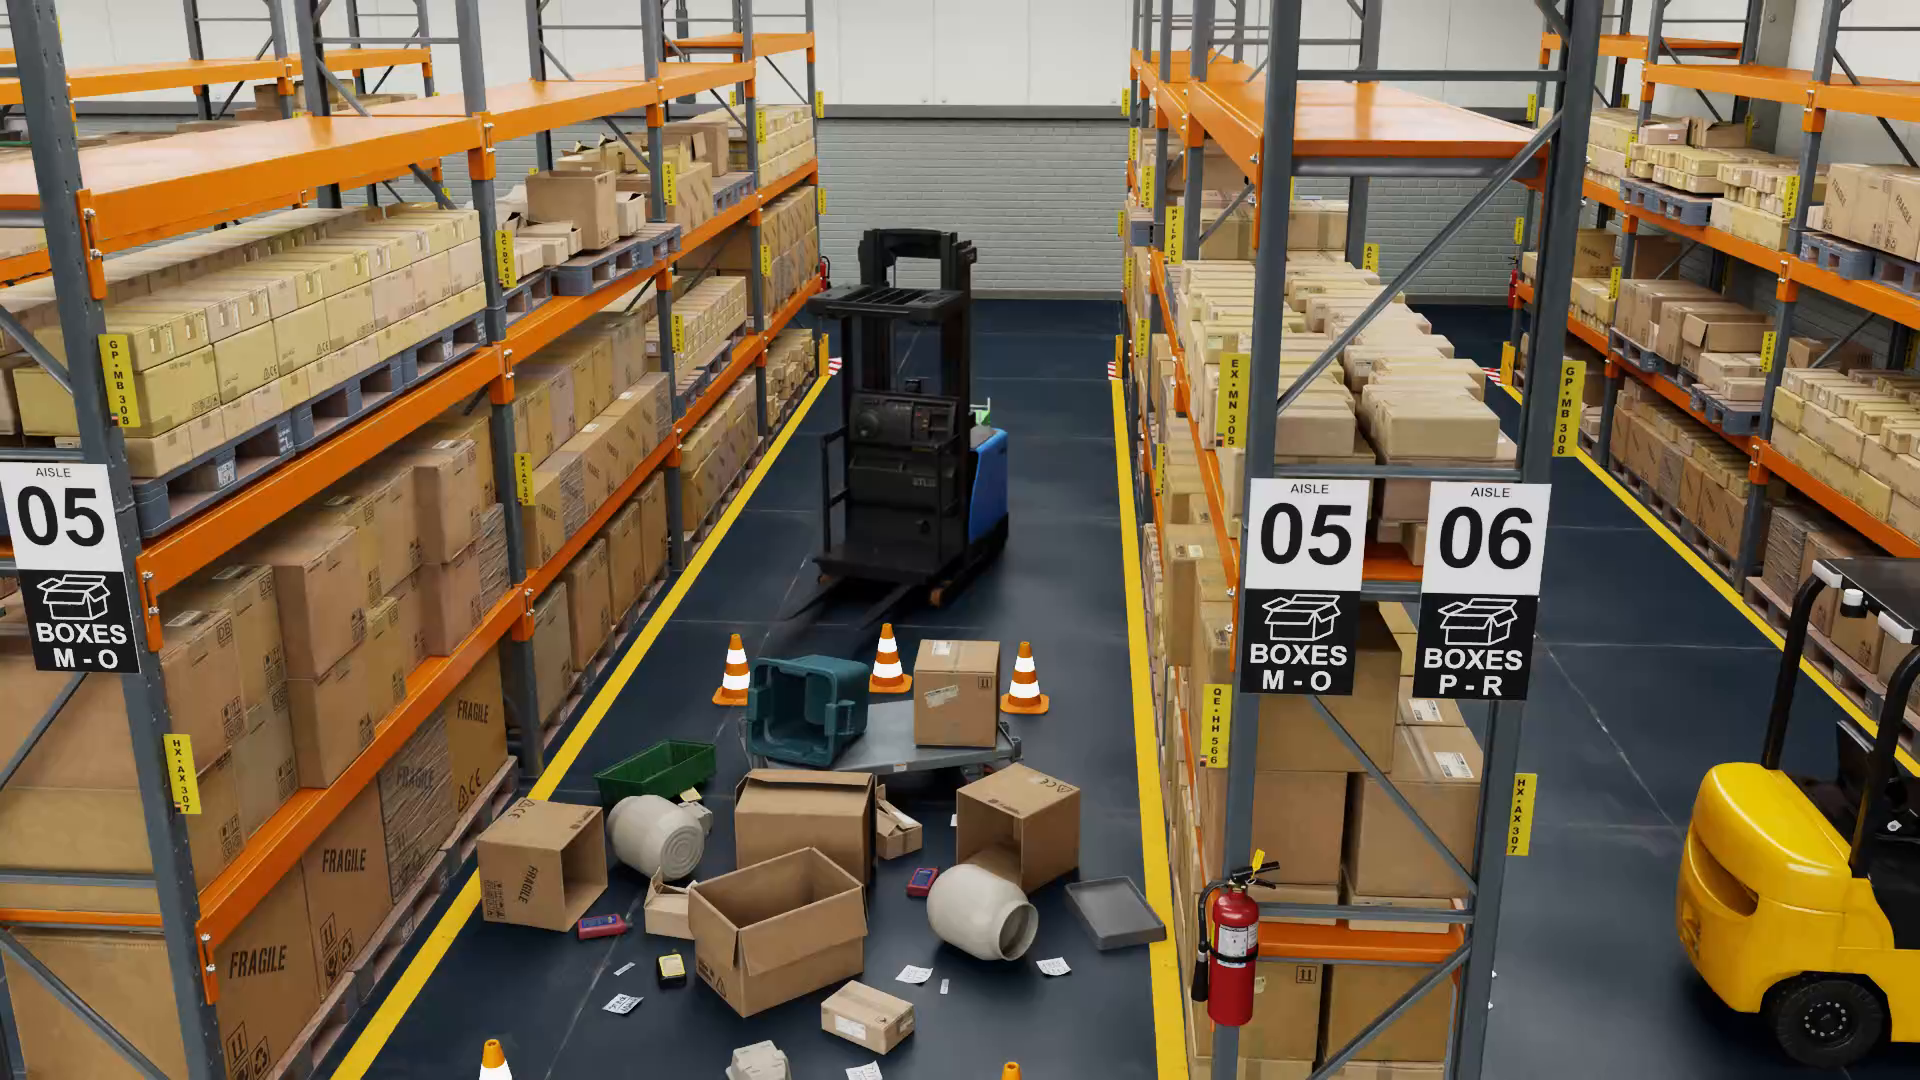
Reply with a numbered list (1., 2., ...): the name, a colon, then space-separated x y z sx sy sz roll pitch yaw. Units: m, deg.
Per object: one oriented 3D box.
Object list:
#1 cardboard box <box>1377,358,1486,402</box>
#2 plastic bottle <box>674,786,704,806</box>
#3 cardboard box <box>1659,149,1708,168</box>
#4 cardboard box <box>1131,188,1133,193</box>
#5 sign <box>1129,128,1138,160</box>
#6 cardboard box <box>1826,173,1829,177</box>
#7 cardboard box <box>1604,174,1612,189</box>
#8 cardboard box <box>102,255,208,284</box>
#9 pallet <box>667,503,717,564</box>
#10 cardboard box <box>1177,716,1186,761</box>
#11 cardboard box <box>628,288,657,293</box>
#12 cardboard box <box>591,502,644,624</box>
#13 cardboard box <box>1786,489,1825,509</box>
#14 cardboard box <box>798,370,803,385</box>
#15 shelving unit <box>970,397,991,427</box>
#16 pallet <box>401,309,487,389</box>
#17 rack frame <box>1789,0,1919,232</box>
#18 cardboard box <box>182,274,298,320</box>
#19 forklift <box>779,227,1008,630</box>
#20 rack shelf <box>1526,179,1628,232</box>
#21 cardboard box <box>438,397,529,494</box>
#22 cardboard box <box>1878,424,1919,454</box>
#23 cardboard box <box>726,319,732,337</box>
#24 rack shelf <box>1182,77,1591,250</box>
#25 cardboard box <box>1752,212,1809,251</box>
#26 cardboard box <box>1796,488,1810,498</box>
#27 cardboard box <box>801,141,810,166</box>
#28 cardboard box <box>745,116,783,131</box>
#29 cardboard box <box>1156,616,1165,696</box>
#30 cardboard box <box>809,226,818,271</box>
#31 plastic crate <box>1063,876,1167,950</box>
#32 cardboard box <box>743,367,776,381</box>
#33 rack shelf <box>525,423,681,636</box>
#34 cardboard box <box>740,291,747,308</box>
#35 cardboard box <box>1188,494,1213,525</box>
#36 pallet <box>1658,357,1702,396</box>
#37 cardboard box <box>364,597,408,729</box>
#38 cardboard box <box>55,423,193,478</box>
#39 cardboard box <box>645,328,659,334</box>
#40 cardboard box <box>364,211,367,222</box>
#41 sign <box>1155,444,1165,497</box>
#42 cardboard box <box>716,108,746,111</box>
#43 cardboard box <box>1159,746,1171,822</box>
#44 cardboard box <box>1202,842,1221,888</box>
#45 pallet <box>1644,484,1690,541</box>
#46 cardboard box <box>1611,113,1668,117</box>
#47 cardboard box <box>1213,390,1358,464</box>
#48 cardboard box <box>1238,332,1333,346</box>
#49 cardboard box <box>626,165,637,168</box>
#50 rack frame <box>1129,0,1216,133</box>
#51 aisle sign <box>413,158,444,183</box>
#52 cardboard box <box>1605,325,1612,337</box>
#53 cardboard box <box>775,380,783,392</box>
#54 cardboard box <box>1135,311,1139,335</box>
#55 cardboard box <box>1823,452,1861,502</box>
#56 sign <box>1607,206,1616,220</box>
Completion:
1. cardboard box: 1.880 -0.630 6.660 0.380 0.149 0.250 1 18 4
2. plastic bottle: -1.696 1.587 10.309 0.133 0.061 0.283 -9 20 -25
3. cardboard box: 6.829 -3.594 15.673 0.380 0.149 0.250 1 18 3
4. cardboard box: 2.322 -4.304 20.759 0.380 0.149 0.250 2 18 5
5. sign: 1.783 -4.055 17.034 0.100 0.325 0.005 1 18 4
6. cardboard box: 7.367 -2.930 13.681 0.380 0.149 0.250 1 18 4
7. cardboard box: 7.068 -3.808 17.641 0.380 0.149 0.250 2 18 6
8. cardboard box: -3.673 -1.205 7.580 0.380 0.149 0.250 1 18 4
9. pallet: -2.837 -0.089 15.182 1.003 0.211 1.213 1 18 4
10. cardboard box: 1.332 1.051 8.722 0.380 0.149 0.250 2 18 7
11. cardboard box: -3.150 -2.421 16.594 0.380 0.149 0.250 1 18 3
12. cardboard box: -3.087 0.157 12.892 1.050 0.750 0.750 2 18 5
13. cardboard box: 7.311 -0.119 14.136 0.500 0.500 0.500 2 18 6
14. cardboard box: -2.133 -2.013 20.479 0.380 0.149 0.250 0 18 1
15. shelving unit: 0.116 -0.682 15.404 0.258 1.200 0.503 3 18 10
16. pallet: -3.250 -1.058 8.988 1.003 0.211 1.213 1 18 4
17. rack frame: 7.001 -3.833 12.497 1.000 3.000 0.127 1 18 4
18. cardboard box: -3.053 -1.031 7.050 0.380 0.149 0.250 1 18 3
19. forklift: -0.547 -0.987 13.554 1.130 2.935 3.031 7 19 19
20. rack shelf: 7.431 -3.930 18.763 1.077 0.370 4.000 1 18 4
21. cardboard box: -3.151 -0.606 10.516 0.700 0.500 0.500 1 18 3
22. cardboard box: 6.521 -0.689 11.332 0.380 0.149 0.250 1 18 2
23. cardboard box: -2.495 -2.130 16.663 0.380 0.149 0.250 0 18 1
24. rack shelf: 1.620 -1.736 7.257 1.077 0.370 4.000 1 18 4
25. cardboard box: 6.796 -2.502 13.491 0.500 0.250 0.500 1 18 2
26. cardboard box: 7.350 -0.458 14.127 0.380 0.149 0.250 2 18 7
27. cardboard box: -2.119 -4.704 20.213 0.500 0.250 0.500 1 18 4
28. cardboard box: -2.203 -4.687 18.717 0.380 0.149 0.250 2 18 7
29. cardboard box: 1.847 0.813 11.497 0.950 0.372 0.625 2 18 7
30. cardboard box: -2.096 -3.699 21.085 0.500 0.500 0.500 2 18 5
31. plastic crate: 0.833 2.007 8.997 0.402 0.080 0.583 -5 19 -15
32. cardboard box: -2.332 -1.889 19.146 0.380 0.149 0.250 1 18 2
33. rack shelf: -3.038 -0.208 12.224 1.077 0.370 4.000 1 18 4
34. cardboard box: -2.439 -2.507 17.336 0.380 0.149 0.250 2 18 6
35. cardboard box: 1.448 0.095 7.898 0.700 0.500 0.500 1 18 4
36. pallet: 7.136 -1.495 15.305 1.003 0.211 1.213 1 18 4
37. cardboard box: -3.307 0.618 8.306 0.875 0.550 0.500 1 18 4
38. cardboard box: -3.123 -0.339 6.219 0.380 0.149 0.250 1 18 4
39. cardboard box: -2.651 -1.757 14.568 0.380 0.149 0.250 1 18 2
40. cardboard box: -7.631 -3.765 20.482 0.500 0.500 0.500 1 18 2
41. sign: 1.210 -0.411 9.829 0.100 0.325 0.005 1 18 4
42. cardboard box: -2.718 -5.105 19.992 0.380 0.149 0.250 2 18 5
43. cardboard box: 1.452 1.434 9.797 0.500 0.250 0.500 0 18 1
44. cardboard box: 1.198 1.310 6.839 0.380 0.149 0.250 1 18 3
45. pallet: 7.183 -0.266 15.724 1.003 0.211 1.213 1 18 4
46. cardboard box: 7.757 -4.734 19.024 0.500 0.250 0.500 1 18 4
47. cardboard box: 1.295 -0.424 6.672 0.500 0.250 0.500 1 18 3
48. cardboard box: 1.402 -0.797 7.171 0.380 0.149 0.250 1 18 2
49. cardboard box: -3.044 -3.138 15.032 0.500 0.500 0.500 1 18 4
50. rack frame: 2.624 -6.428 20.415 1.000 3.000 0.127 1 18 4
51. aisle sign: -6.956 -5.049 21.667 0.394 0.787 0.004 1 18 4
52. cardboard box: 7.059 -2.210 17.581 0.380 0.149 0.250 2 18 5
53. cardboard box: -2.287 -1.831 19.447 0.380 0.149 0.250 2 18 6
54. cardboard box: 1.952 -2.052 16.132 0.500 0.250 0.500 2 18 5
55. cardboard box: 6.655 -0.463 12.086 0.500 0.250 0.500 1 18 2
56. sign: 8.127 -4.149 20.728 0.100 0.325 0.005 1 18 4
